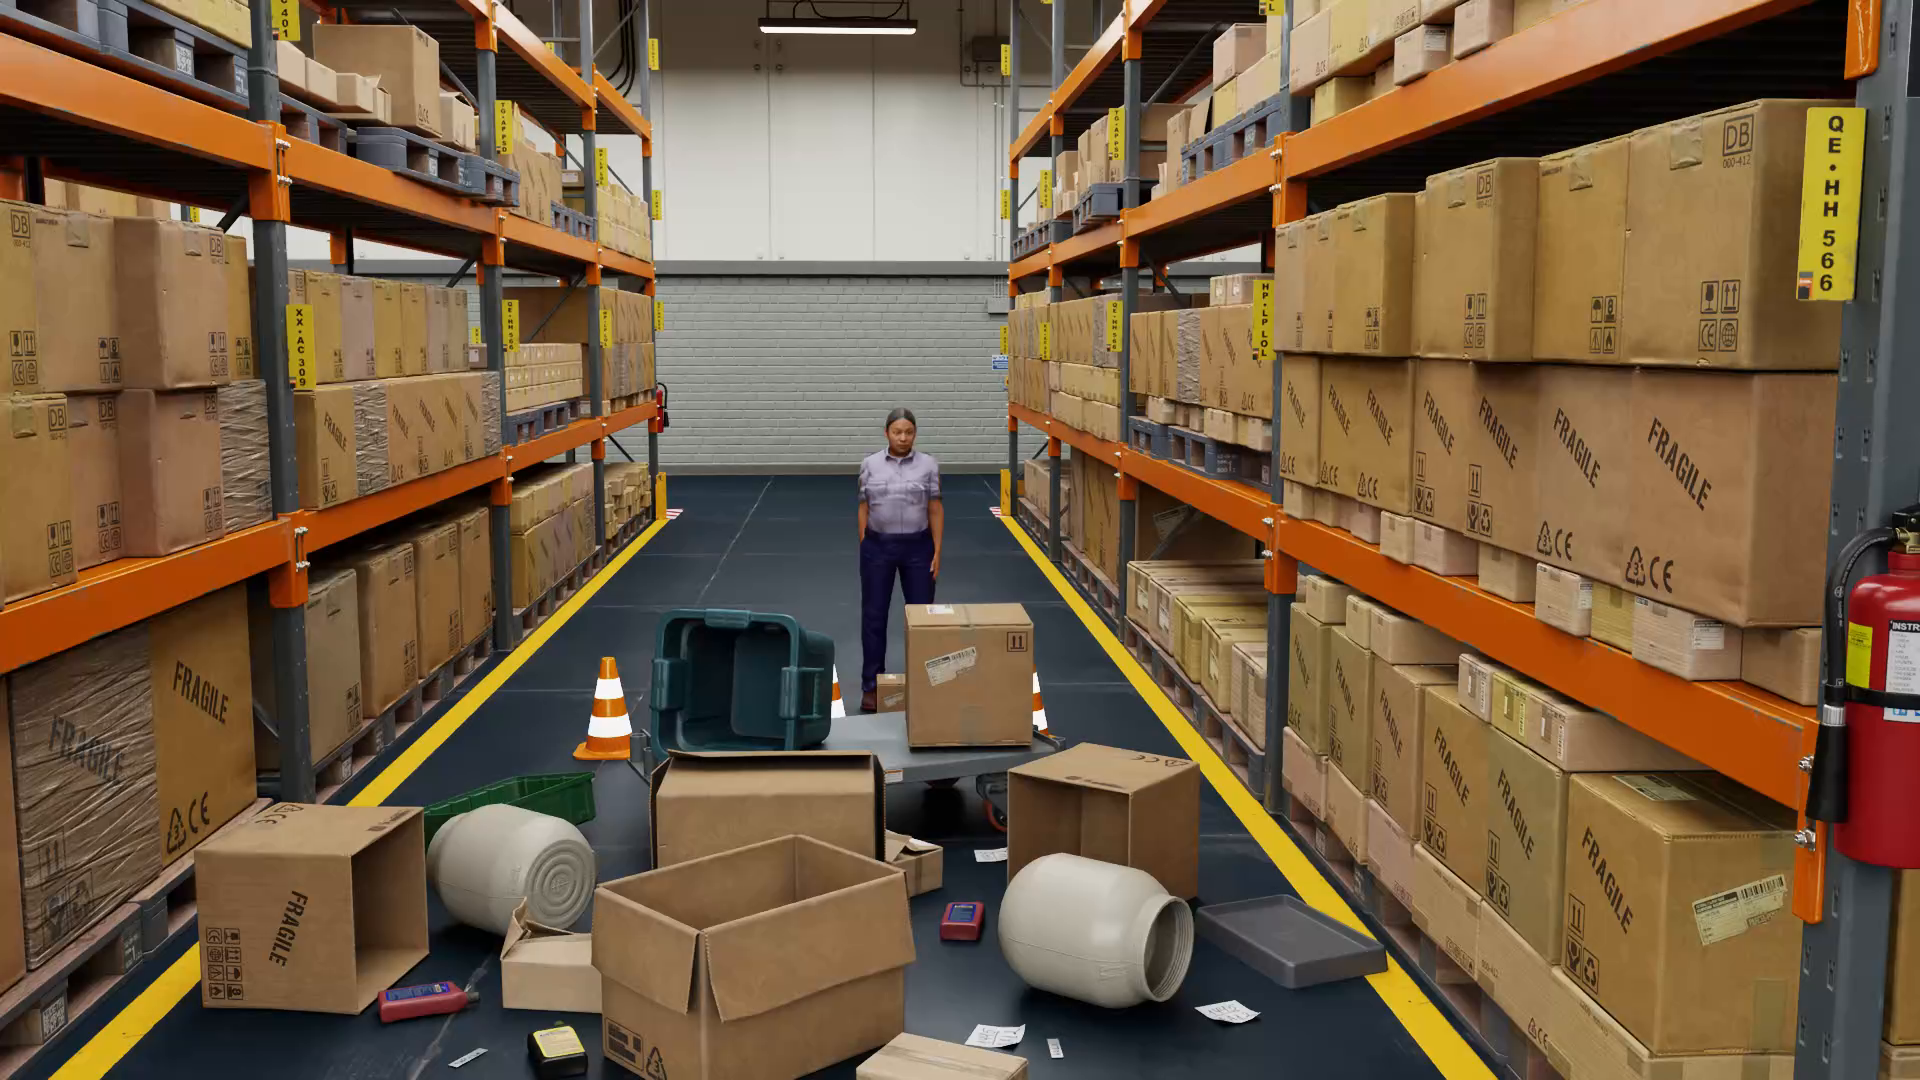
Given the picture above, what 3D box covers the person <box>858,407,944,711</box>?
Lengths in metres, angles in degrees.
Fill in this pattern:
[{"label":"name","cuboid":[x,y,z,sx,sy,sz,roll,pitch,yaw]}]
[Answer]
[{"label":"person","cuboid":[-0.320,0.106,9.041,0.470,1.631,0.342,0,7,-3]}]
